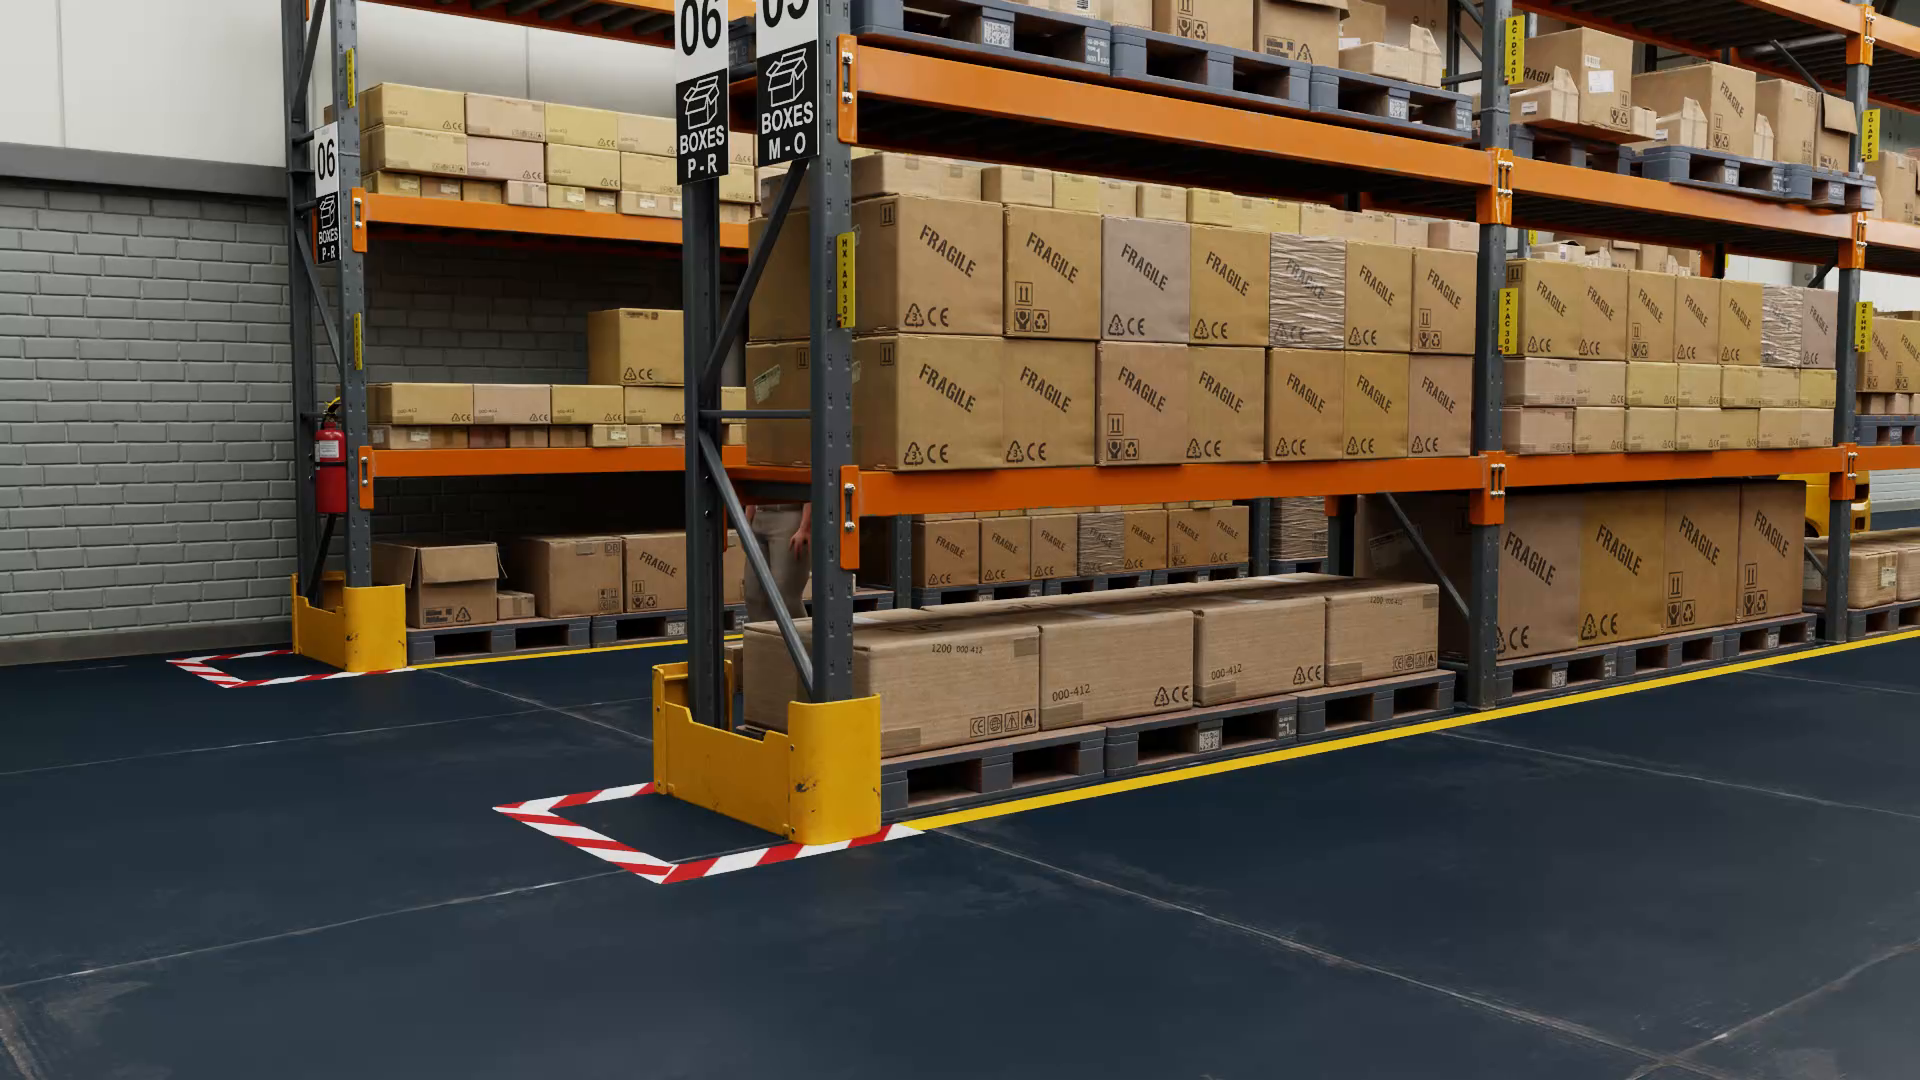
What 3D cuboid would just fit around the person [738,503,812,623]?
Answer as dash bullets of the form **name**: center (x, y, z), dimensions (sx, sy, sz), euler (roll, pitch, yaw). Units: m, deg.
- **person**: center (-1.015, -0.053, 9.278), dimensions (0.387, 1.727, 0.606), euler (-4, 6, -42)
